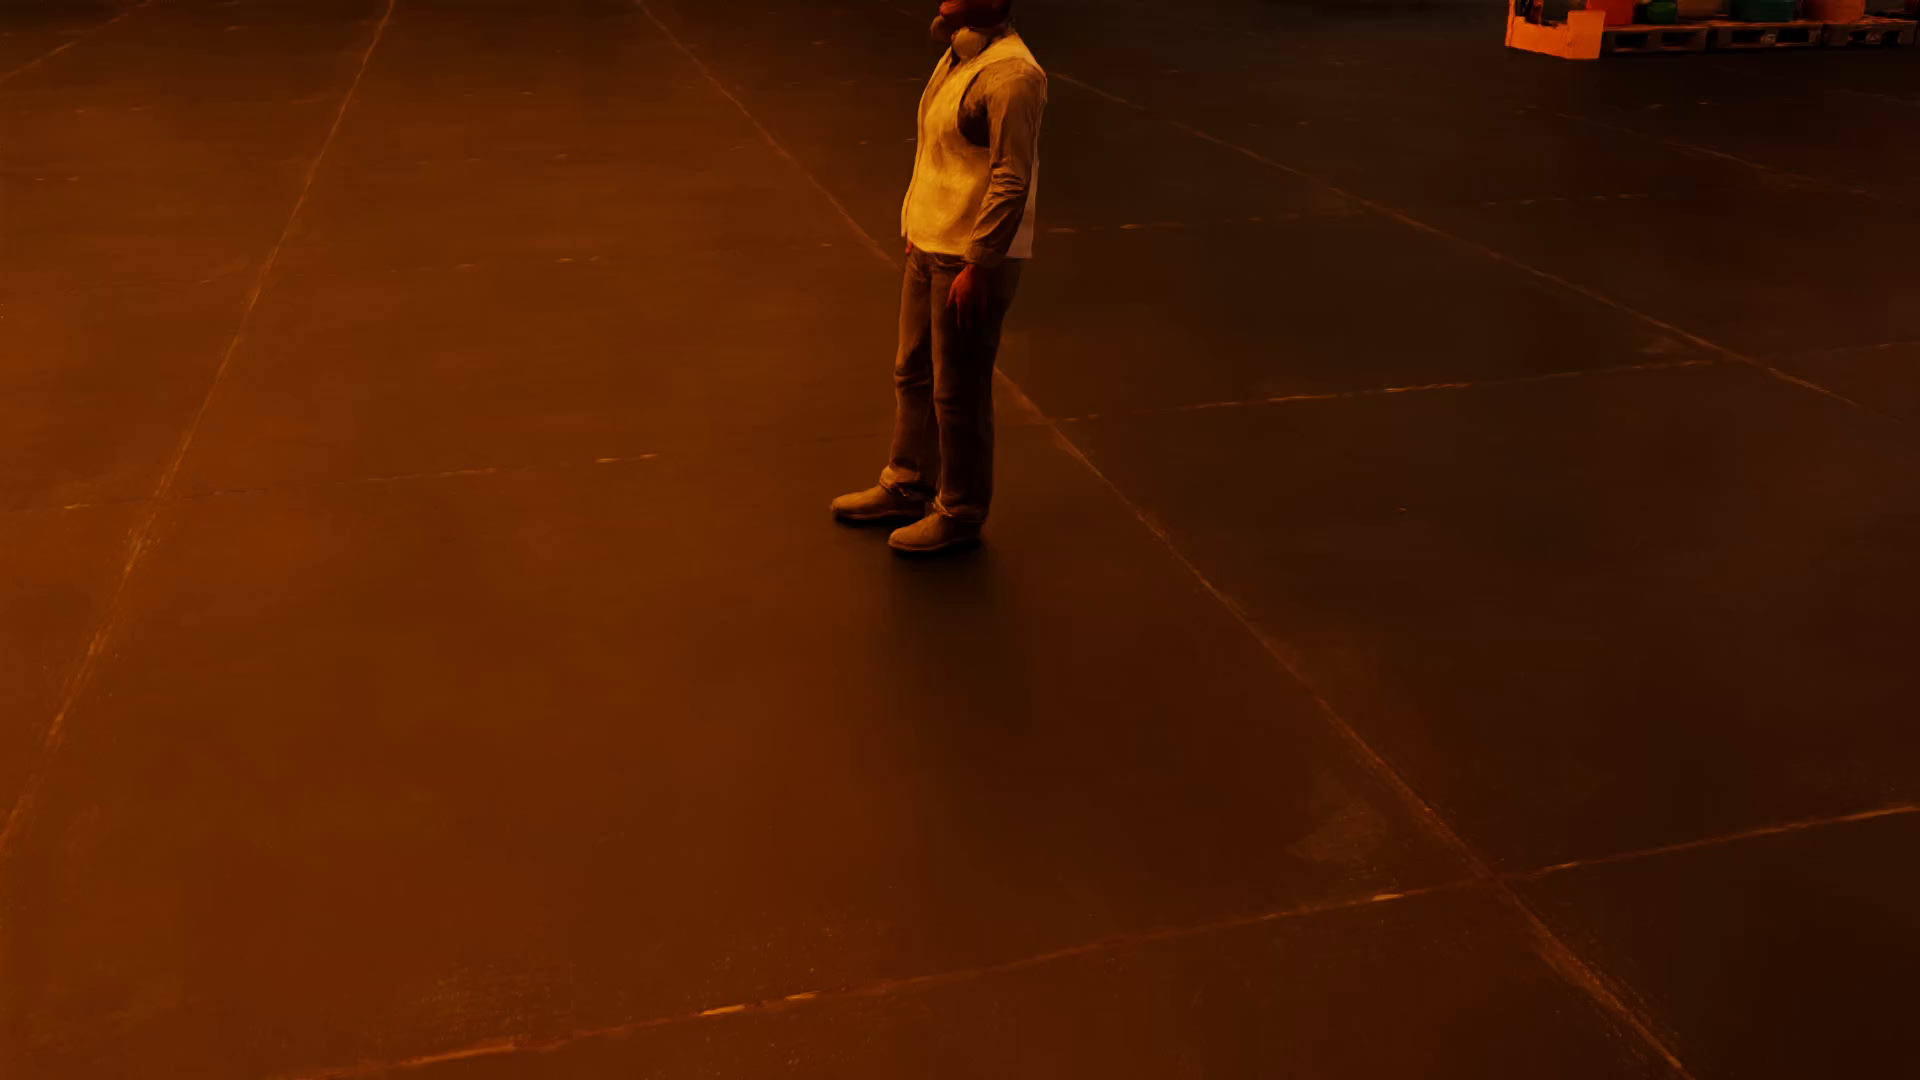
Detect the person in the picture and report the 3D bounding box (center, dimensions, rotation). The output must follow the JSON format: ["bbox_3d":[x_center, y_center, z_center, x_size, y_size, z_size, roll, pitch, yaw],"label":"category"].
[{"bbox_3d":[-0.062,-0.820,4.695,0.567,1.773,0.632,-6,24,-14],"label":"person"}]
